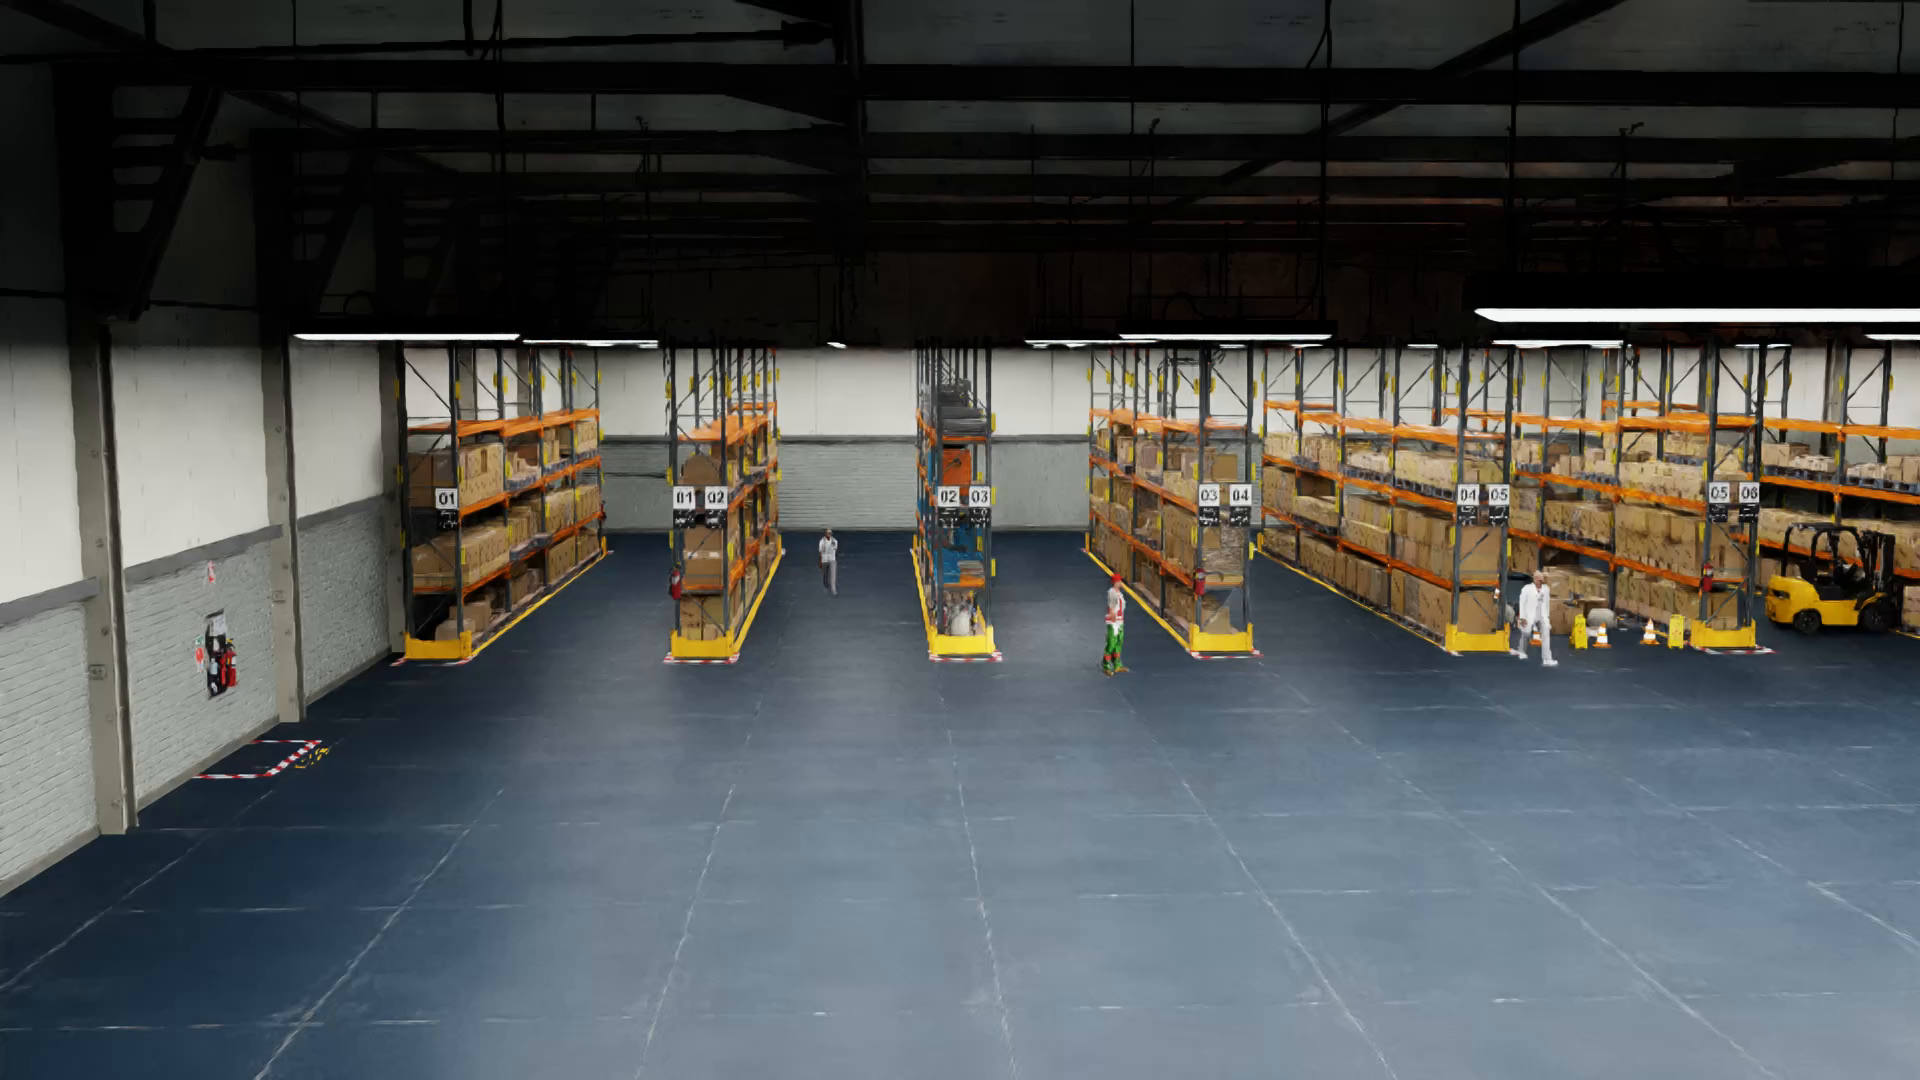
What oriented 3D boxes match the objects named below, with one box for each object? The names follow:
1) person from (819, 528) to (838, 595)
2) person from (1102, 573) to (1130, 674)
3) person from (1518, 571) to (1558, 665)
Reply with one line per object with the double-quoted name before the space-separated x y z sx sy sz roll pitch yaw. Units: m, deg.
"person" -3.094 0.480 39.068 0.455 1.587 1.088 -1 7 -5
"person" 2.767 1.470 29.514 0.433 1.790 0.629 2 7 18
"person" 10.547 1.405 30.470 0.598 1.698 1.194 0 6 0
